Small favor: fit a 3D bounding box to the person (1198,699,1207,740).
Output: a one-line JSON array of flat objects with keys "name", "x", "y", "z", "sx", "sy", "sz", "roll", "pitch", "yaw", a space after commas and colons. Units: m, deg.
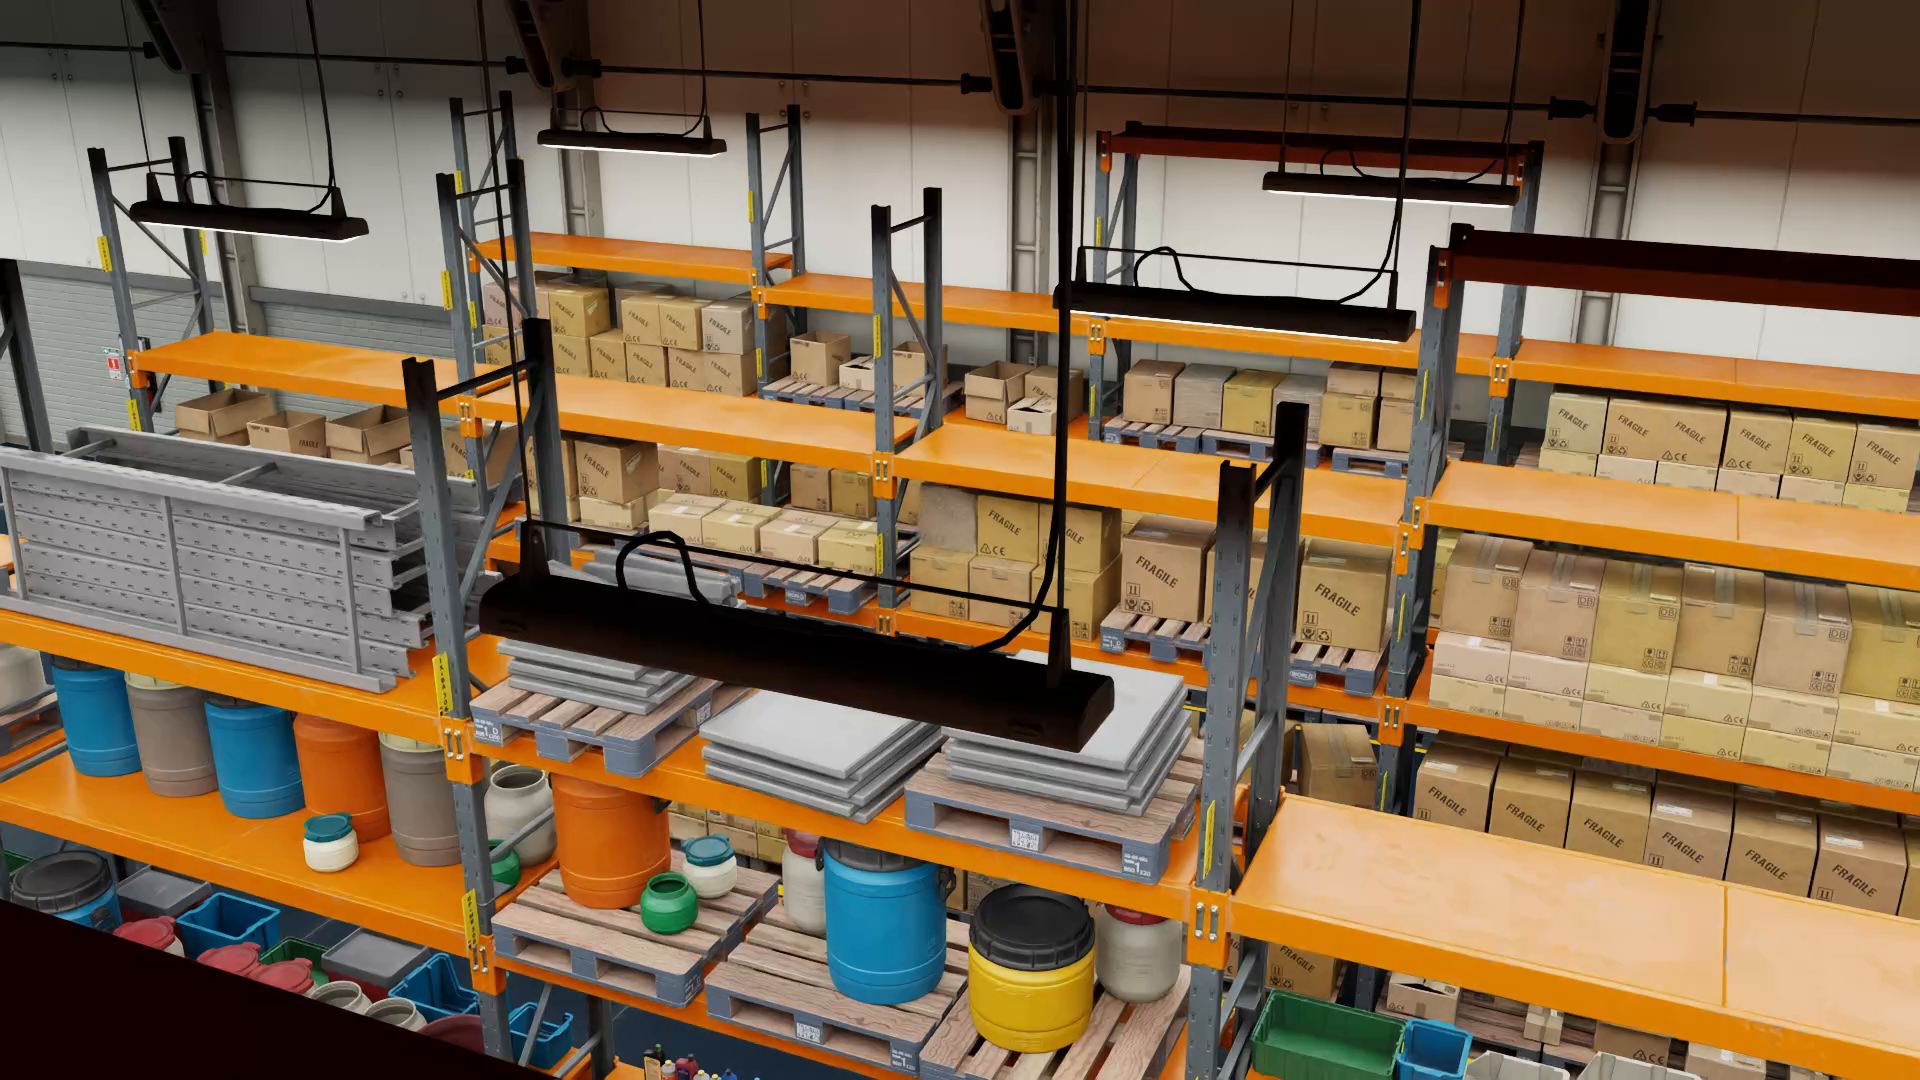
[{"name": "person", "x": 2.230, "y": 2.048, "z": 14.901, "sx": 1.058, "sy": 1.608, "sz": 0.498, "roll": 8, "pitch": 22, "yaw": 20}]
